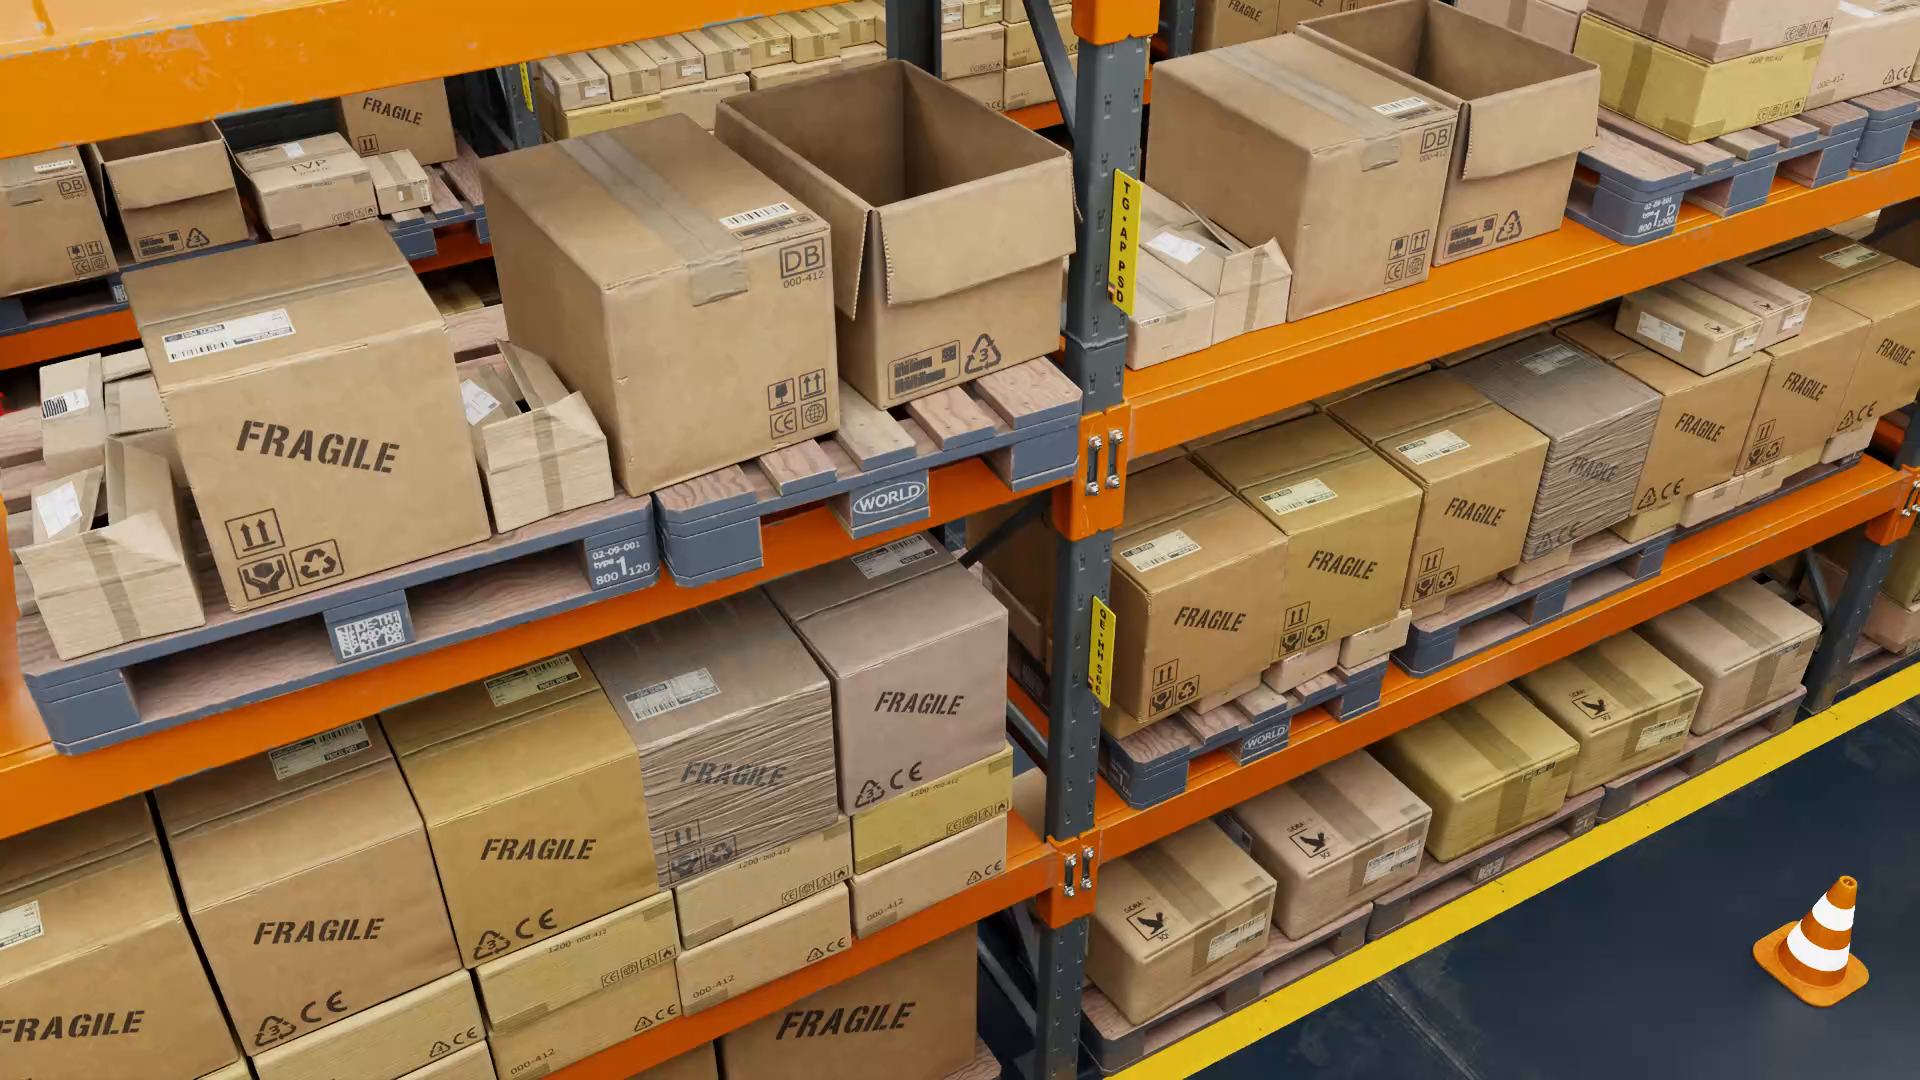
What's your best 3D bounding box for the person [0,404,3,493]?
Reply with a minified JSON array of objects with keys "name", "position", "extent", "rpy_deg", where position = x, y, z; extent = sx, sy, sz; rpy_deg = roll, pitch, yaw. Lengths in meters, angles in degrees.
[{"name":"person","position":[-3.724,0.149,6.667],"extent":[0.560,1.784,0.541],"rpy_deg":[-7,37,-9]}]
